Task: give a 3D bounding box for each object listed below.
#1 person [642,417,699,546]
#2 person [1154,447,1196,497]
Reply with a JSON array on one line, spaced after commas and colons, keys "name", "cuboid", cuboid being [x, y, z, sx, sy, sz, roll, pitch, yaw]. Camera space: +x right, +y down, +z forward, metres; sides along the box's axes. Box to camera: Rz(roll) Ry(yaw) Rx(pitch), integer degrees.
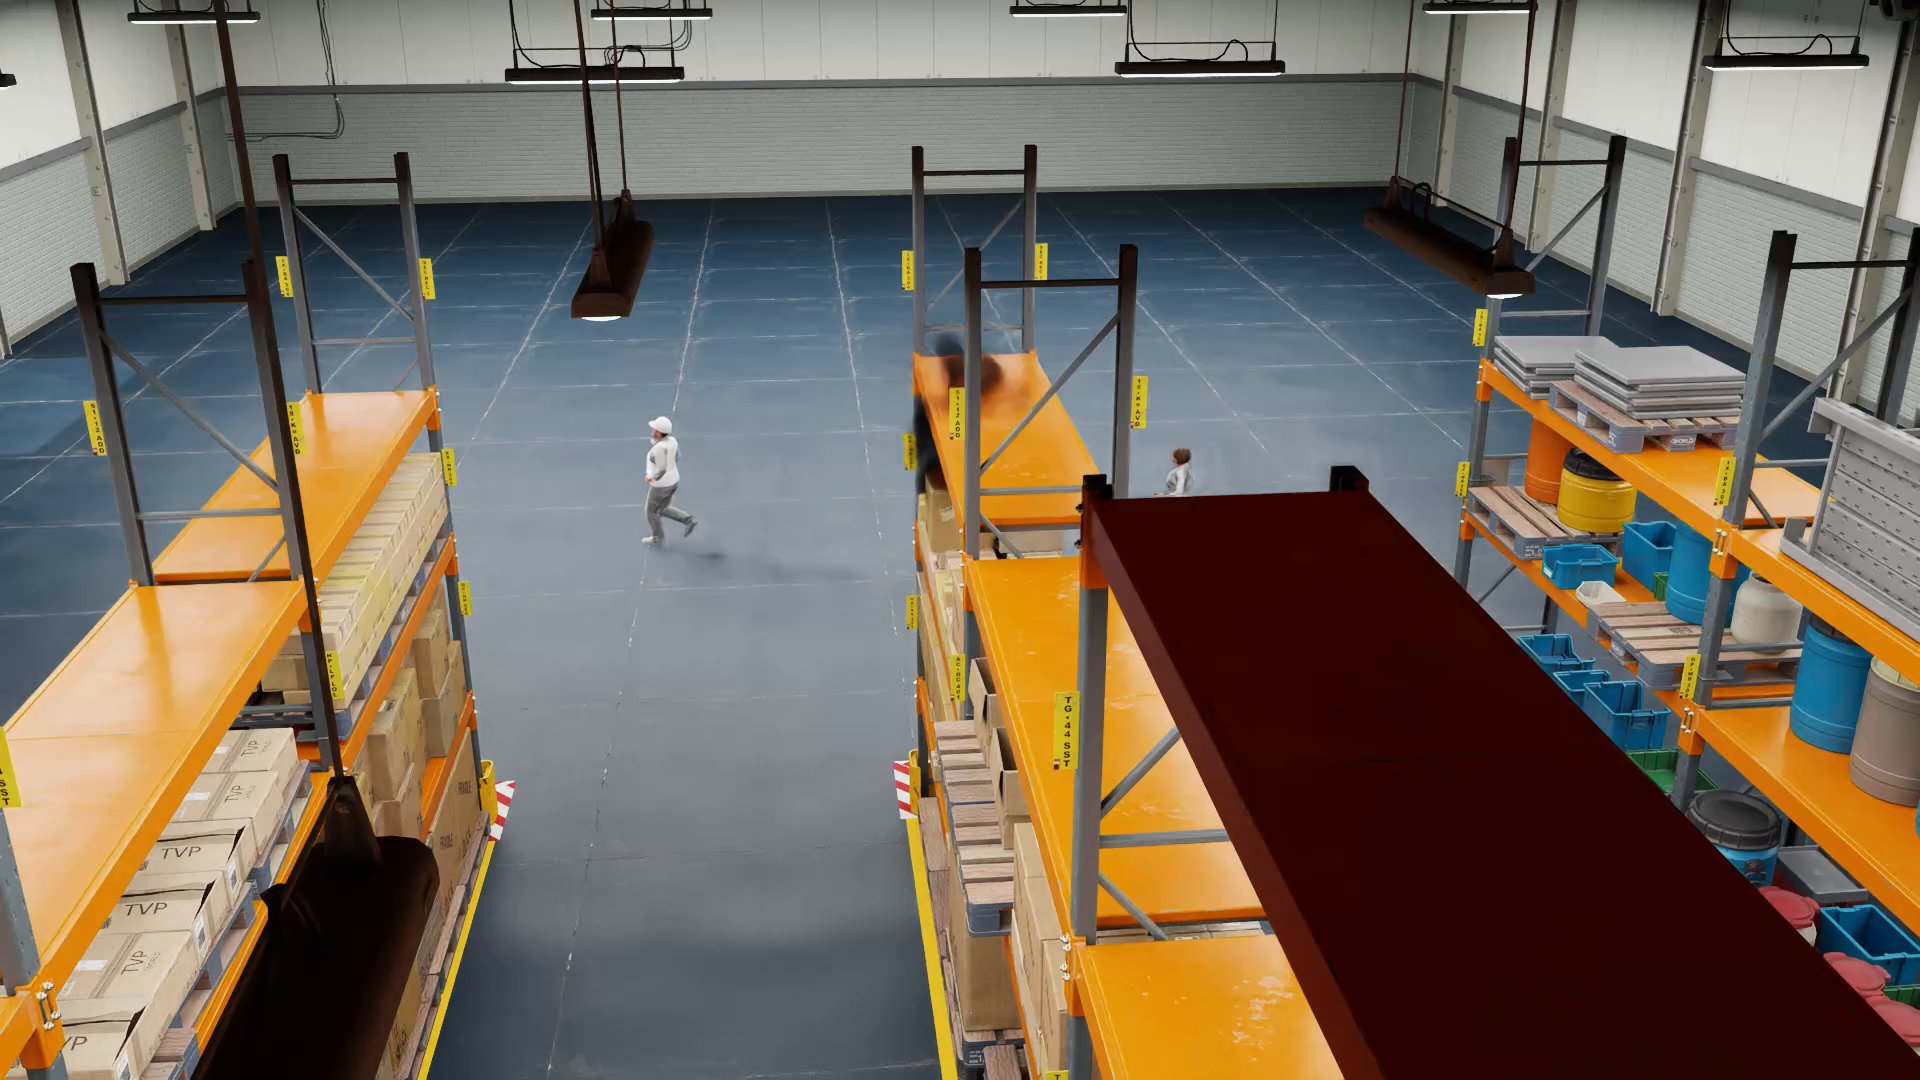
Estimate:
[{"name": "person", "cuboid": [-3.743, -0.732, 21.126, 0.762, 1.738, 0.675, 5, 22, 12]}, {"name": "person", "cuboid": [2.677, -0.416, 20.618, 0.541, 1.537, 0.533, 4, 22, 11]}]
